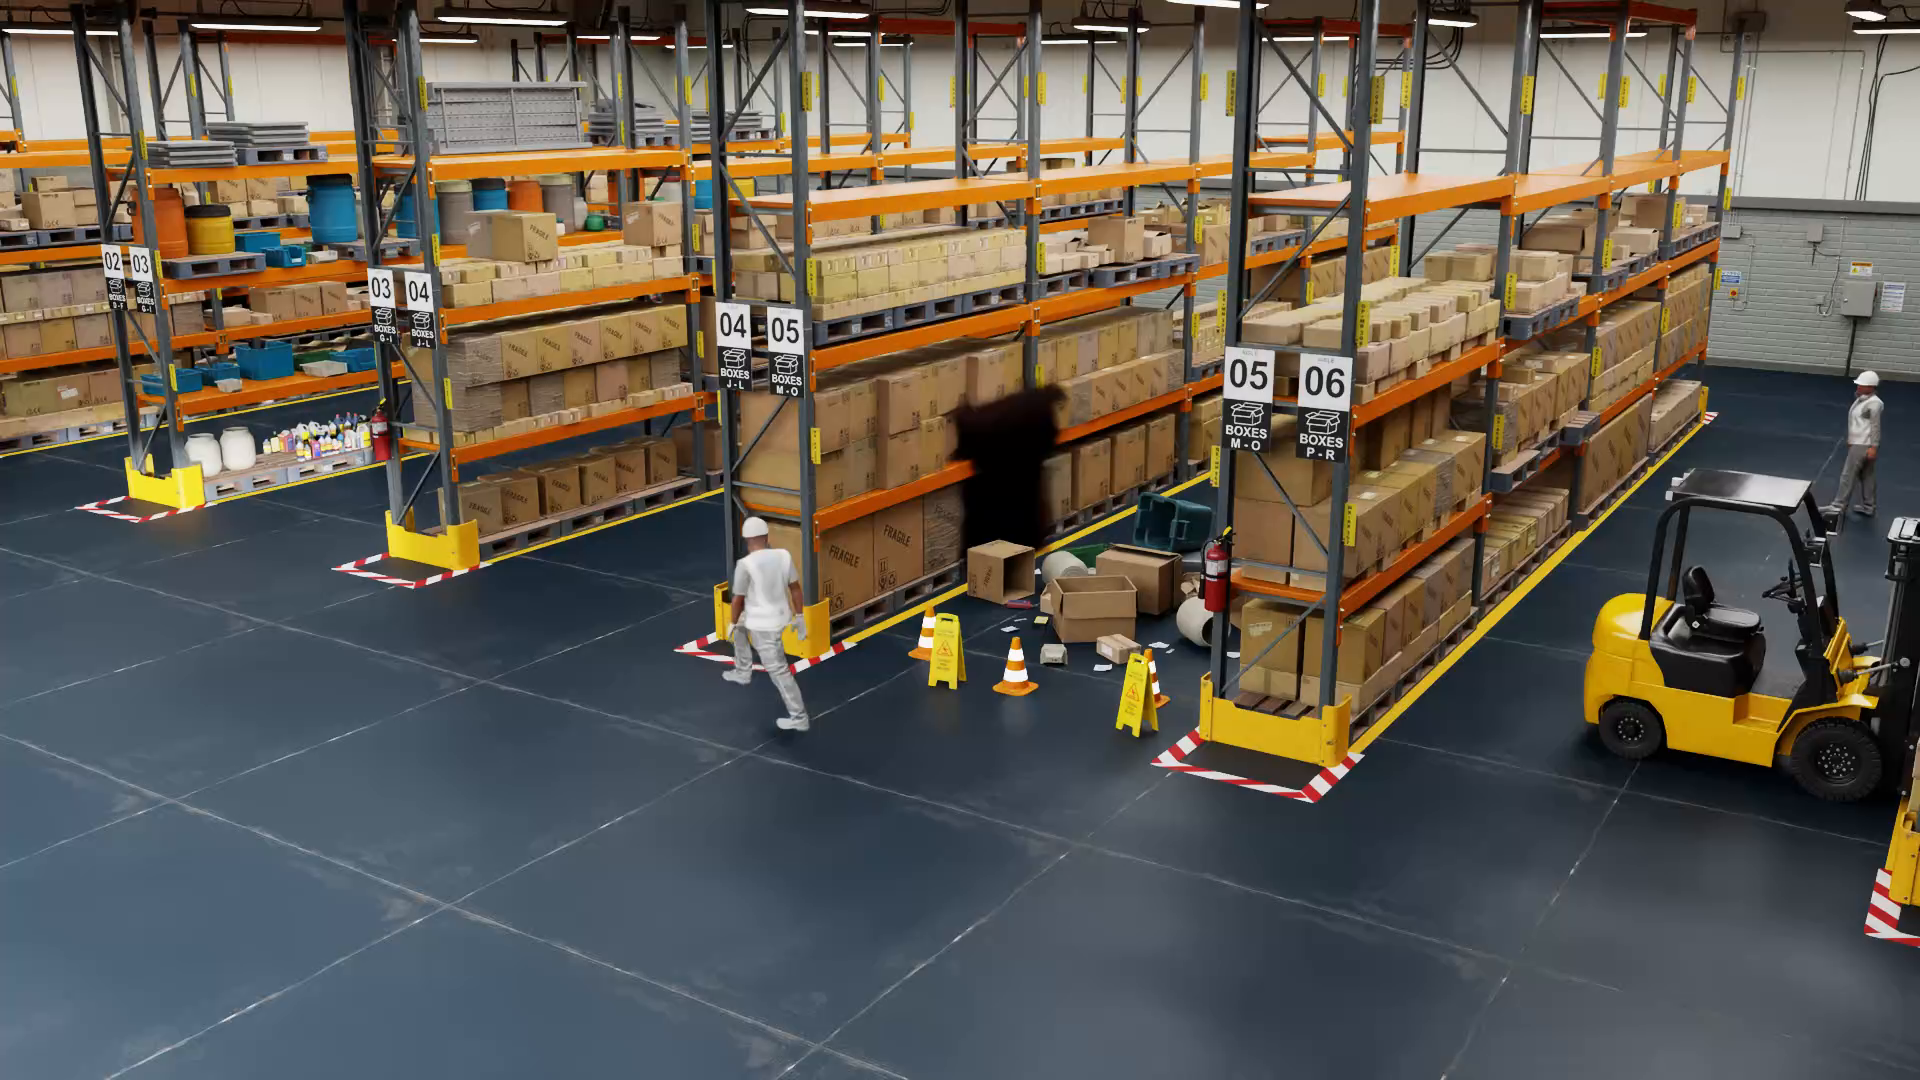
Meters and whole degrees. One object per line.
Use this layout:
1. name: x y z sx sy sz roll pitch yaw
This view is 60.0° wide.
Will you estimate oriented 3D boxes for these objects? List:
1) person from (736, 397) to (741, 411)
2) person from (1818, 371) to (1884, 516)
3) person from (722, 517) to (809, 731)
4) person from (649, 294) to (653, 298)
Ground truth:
1. person: -3.306 -2.528 25.160 0.487 1.673 1.048 10 18 32
2. person: 10.897 -1.186 20.215 0.625 1.763 0.575 10 18 31
3. person: -1.646 0.666 13.489 0.925 1.734 0.544 6 17 20
4. person: -7.195 -6.492 39.587 0.602 1.694 0.869 9 18 30
